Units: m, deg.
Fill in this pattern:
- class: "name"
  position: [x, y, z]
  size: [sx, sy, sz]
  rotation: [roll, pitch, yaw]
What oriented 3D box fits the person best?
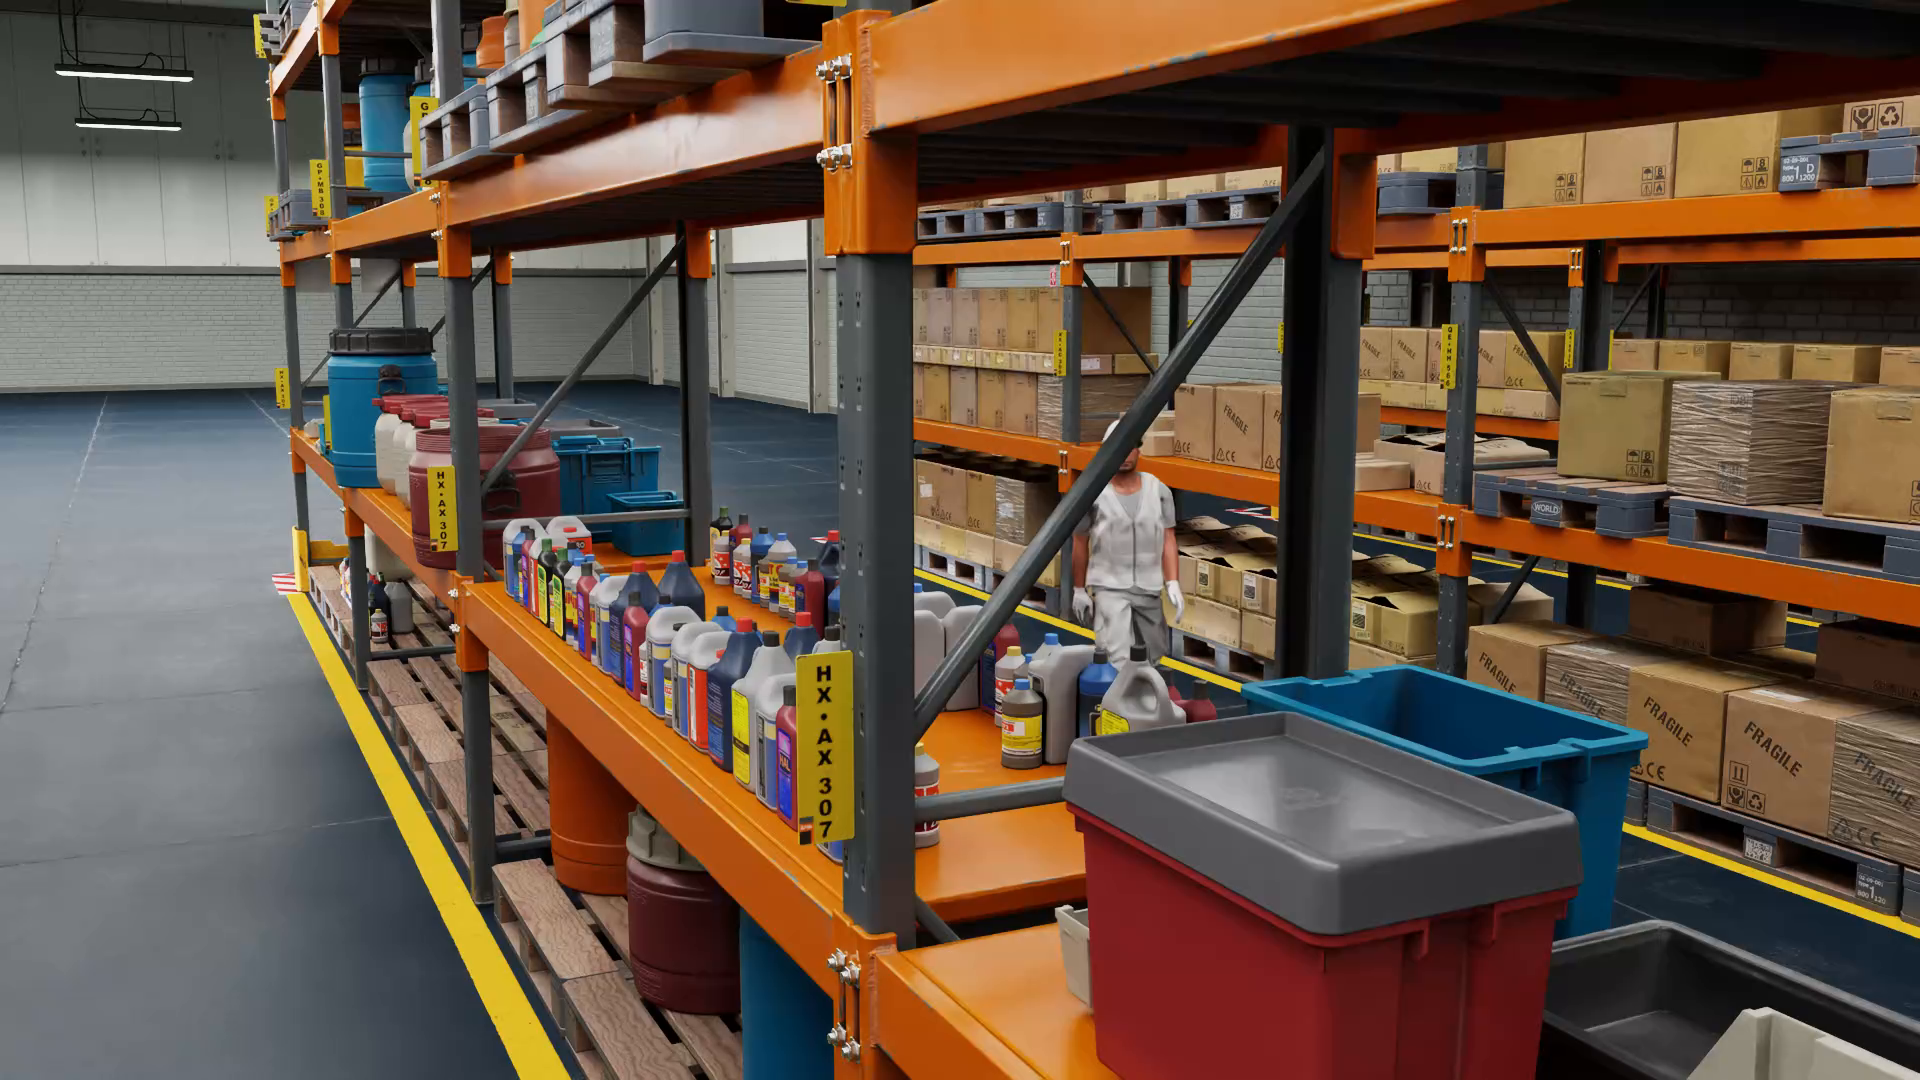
- class: "person"
  position: [0.847, 0.257, 8.425]
  size: [0.533, 1.767, 0.799]
  rotation: [-2, 9, -15]
